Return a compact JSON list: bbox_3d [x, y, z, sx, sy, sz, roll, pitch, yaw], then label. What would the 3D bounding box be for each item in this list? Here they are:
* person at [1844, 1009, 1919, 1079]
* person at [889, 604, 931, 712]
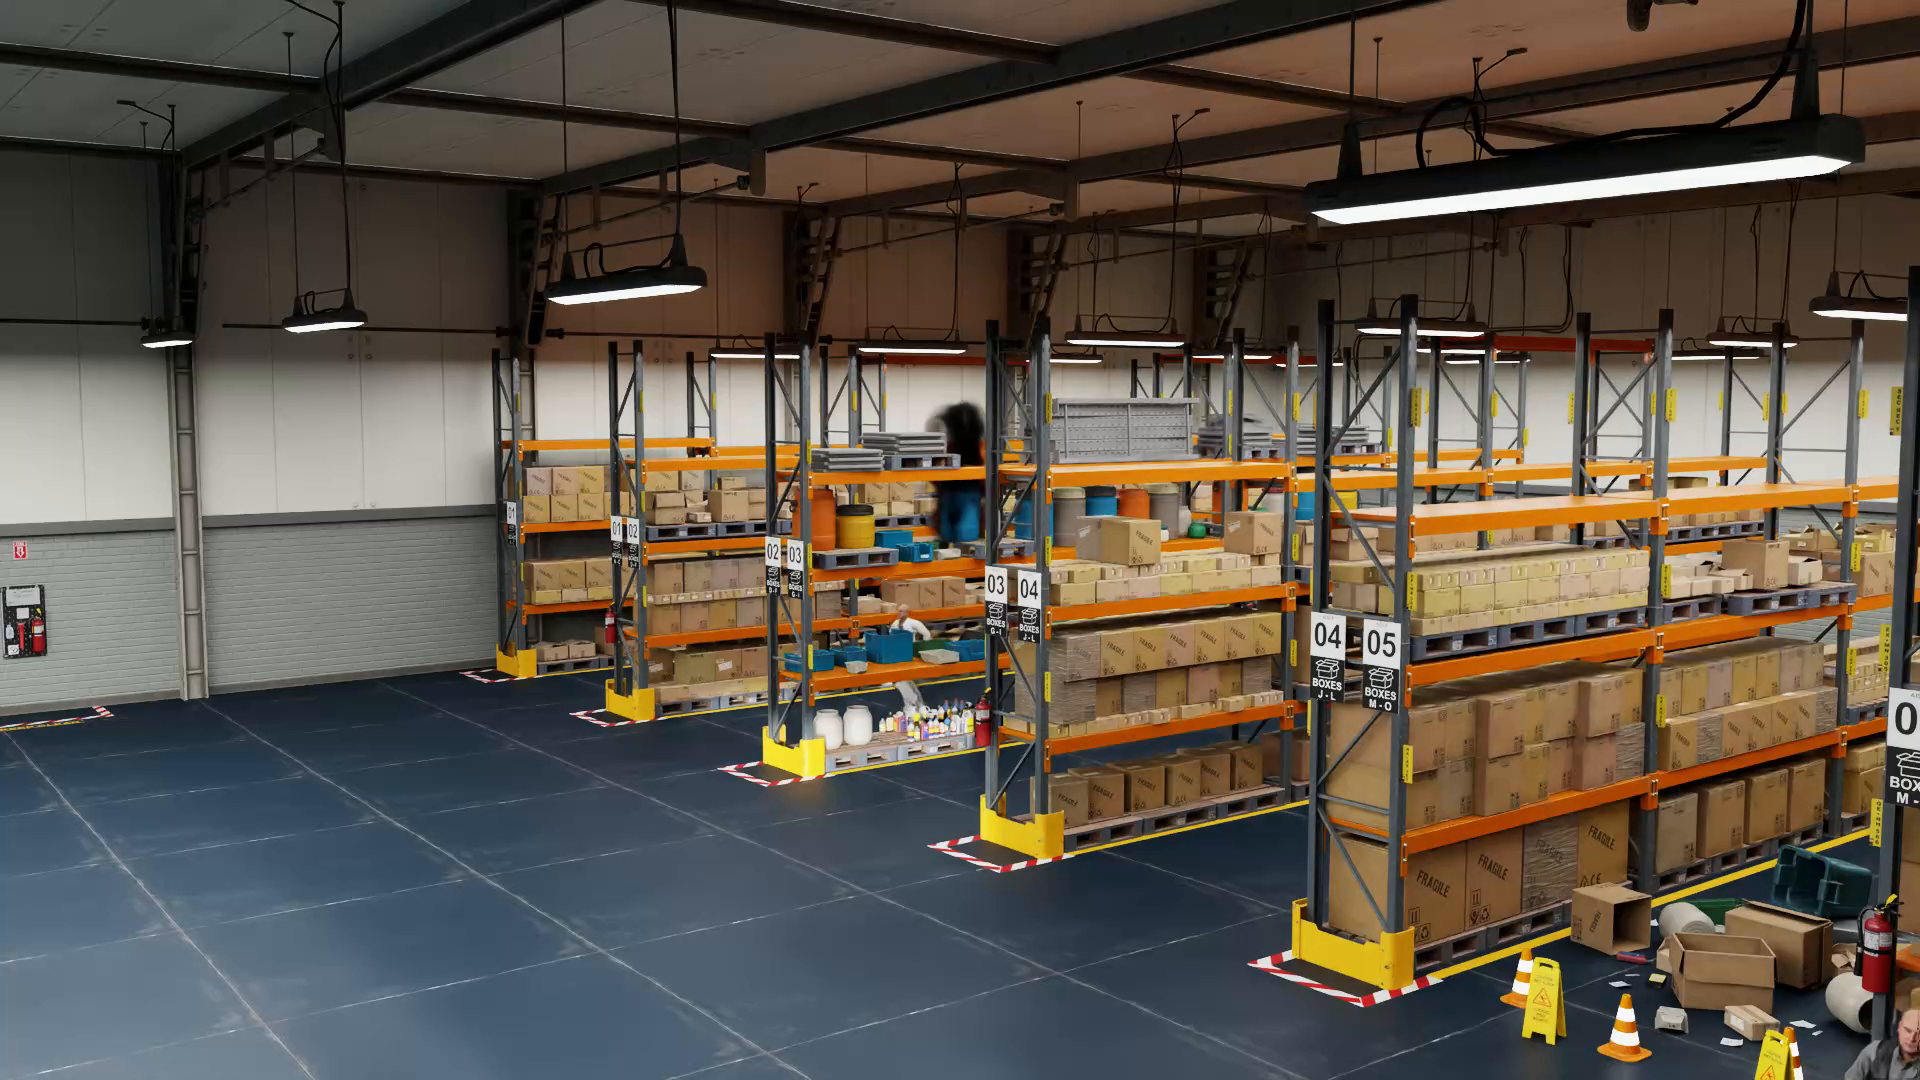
[{"bbox_3d":[5.299,3.460,9.359,0.977,1.701,0.691,-4,6,-38],"label":"person"},{"bbox_3d":[-0.903,1.925,26.906,0.849,1.777,0.660,-4,7,-41],"label":"person"}]
